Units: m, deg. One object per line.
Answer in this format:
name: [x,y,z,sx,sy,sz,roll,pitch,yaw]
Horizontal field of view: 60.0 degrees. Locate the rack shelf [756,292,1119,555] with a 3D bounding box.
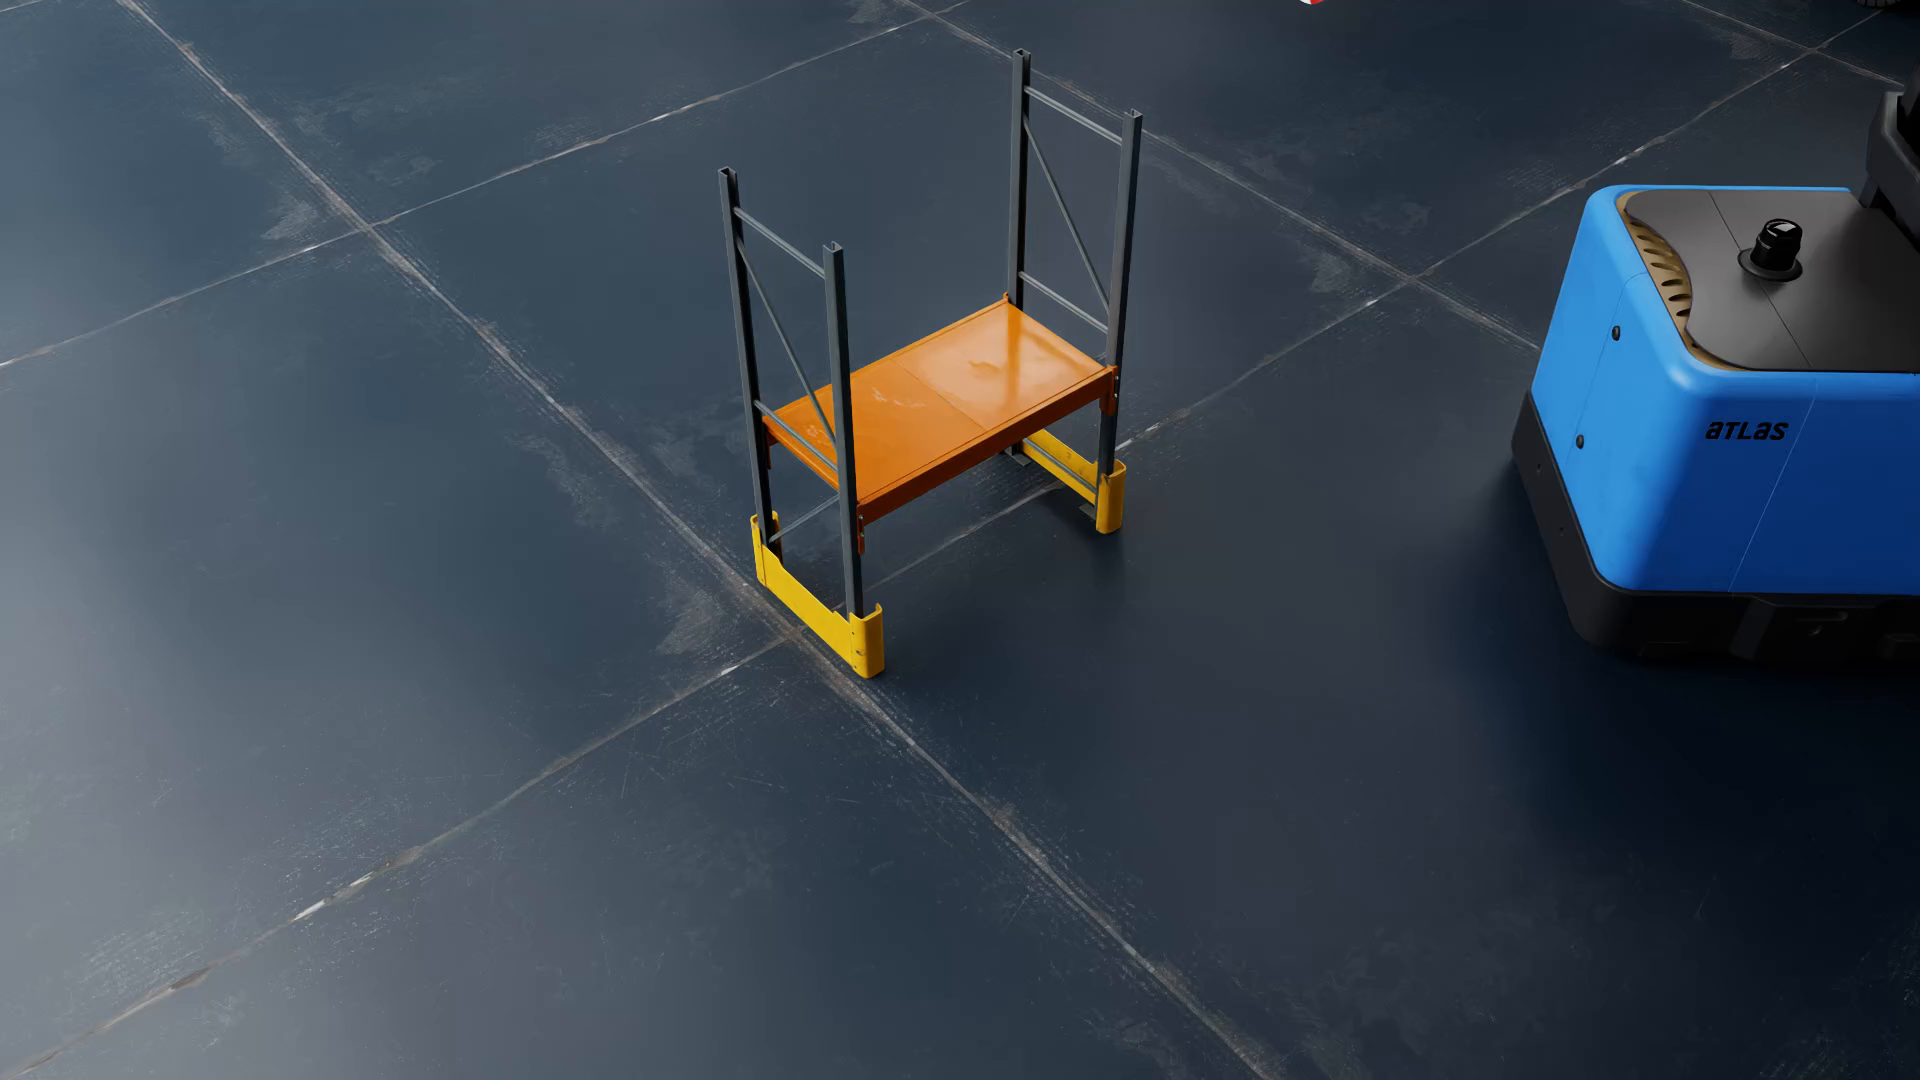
rack shelf: [-0.065,-0.378,5.043,1.000,0.185,0.538,-30,51,-28]

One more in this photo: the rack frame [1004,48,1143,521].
rack frame: [0.324,-0.733,5.157,0.032,1.500,0.500,-30,51,-28]

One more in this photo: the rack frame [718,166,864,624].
rack frame: [-0.455,-0.286,4.682,0.032,1.500,0.500,-30,51,-28]

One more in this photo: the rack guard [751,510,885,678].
rack guard: [-0.440,0.161,5.119,0.087,0.250,0.587,-30,51,-28]

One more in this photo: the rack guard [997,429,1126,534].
rack guard: [0.324,-0.276,5.585,0.087,0.250,0.587,-30,51,-28]

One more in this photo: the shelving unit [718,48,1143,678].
shelving unit: [-0.058,-0.513,4.924,1.083,1.500,0.587,-30,51,-28]

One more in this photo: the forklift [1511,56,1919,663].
forklift: [3.397,-1.023,4.421,3.031,2.935,1.130,1,43,1]
